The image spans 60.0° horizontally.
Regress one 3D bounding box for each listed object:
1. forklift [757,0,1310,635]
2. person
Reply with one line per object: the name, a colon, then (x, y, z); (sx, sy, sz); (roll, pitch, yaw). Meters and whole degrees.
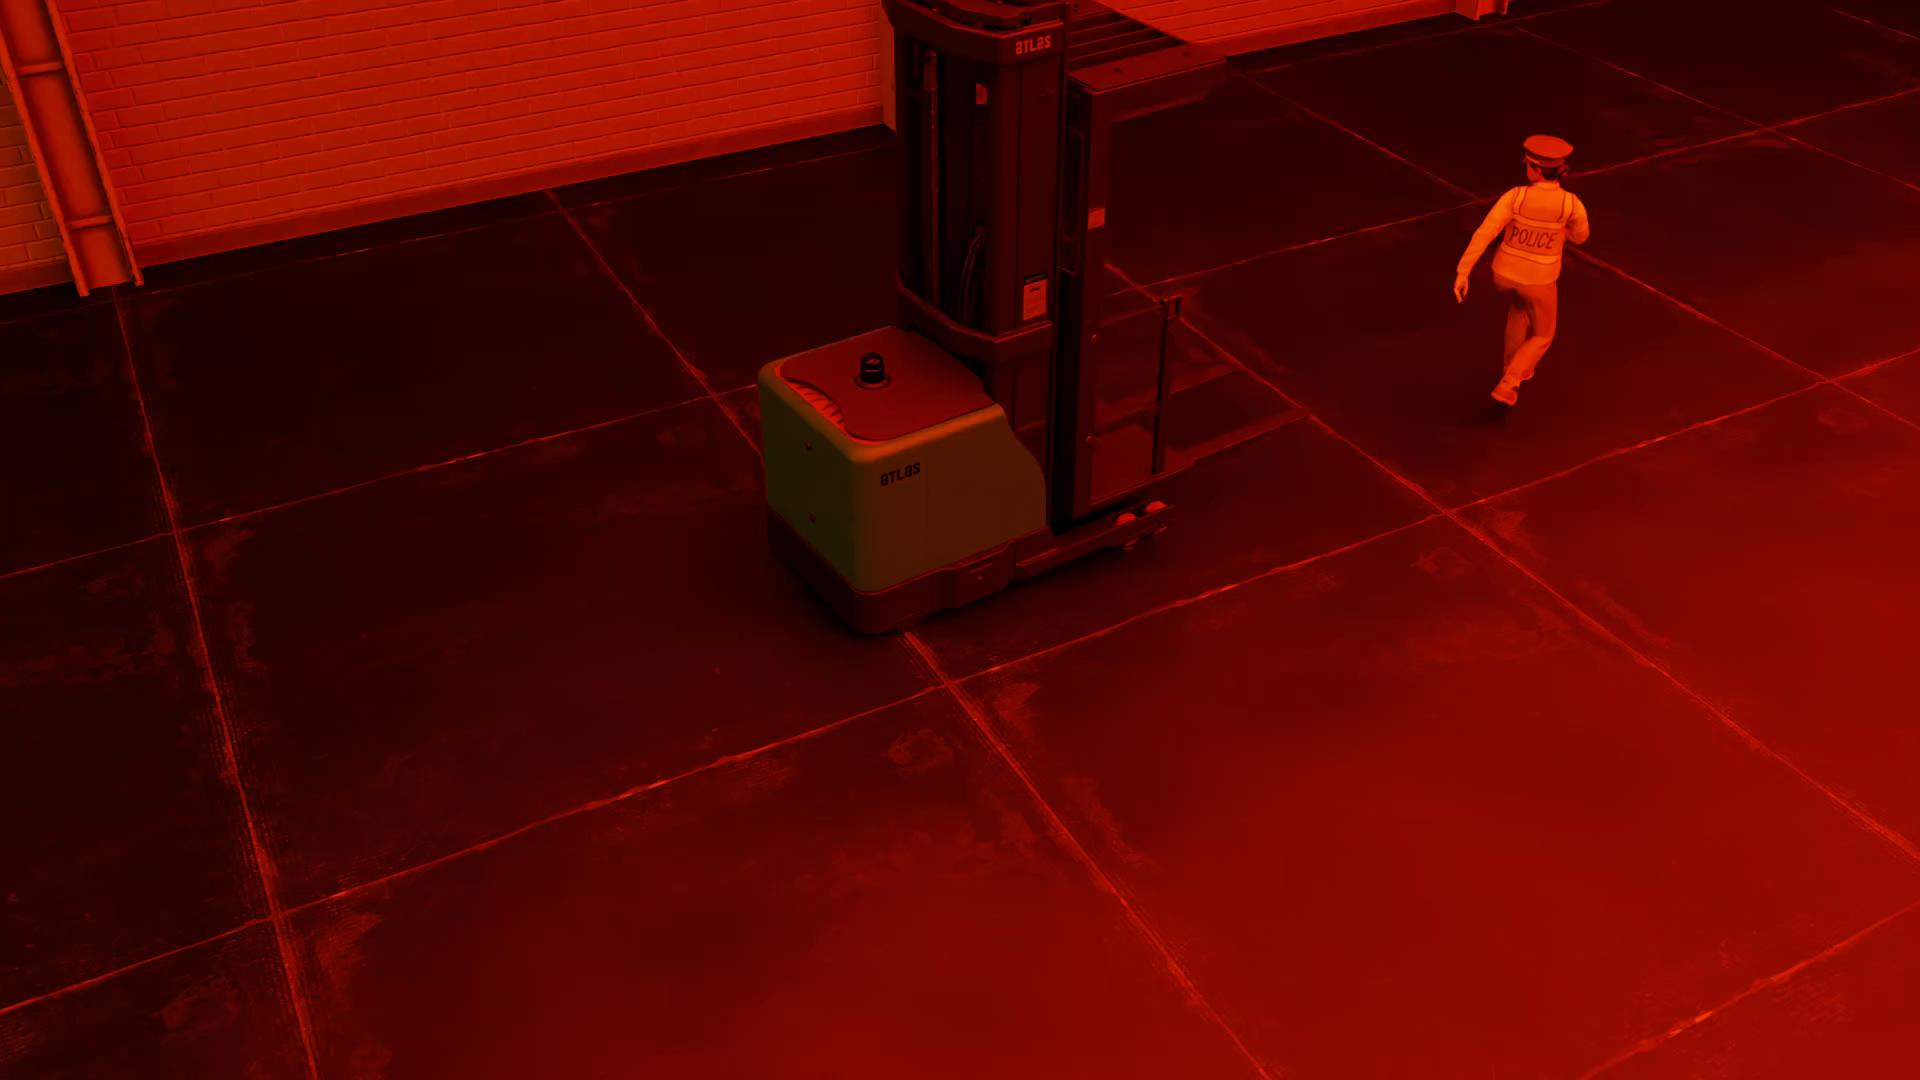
forklift: (0.516, -1.402, 8.106); (3.031, 2.935, 1.130); (-21, 40, -27)
person: (3.200, -1.518, 9.458); (0.541, 1.589, 0.768); (25, 42, 31)
